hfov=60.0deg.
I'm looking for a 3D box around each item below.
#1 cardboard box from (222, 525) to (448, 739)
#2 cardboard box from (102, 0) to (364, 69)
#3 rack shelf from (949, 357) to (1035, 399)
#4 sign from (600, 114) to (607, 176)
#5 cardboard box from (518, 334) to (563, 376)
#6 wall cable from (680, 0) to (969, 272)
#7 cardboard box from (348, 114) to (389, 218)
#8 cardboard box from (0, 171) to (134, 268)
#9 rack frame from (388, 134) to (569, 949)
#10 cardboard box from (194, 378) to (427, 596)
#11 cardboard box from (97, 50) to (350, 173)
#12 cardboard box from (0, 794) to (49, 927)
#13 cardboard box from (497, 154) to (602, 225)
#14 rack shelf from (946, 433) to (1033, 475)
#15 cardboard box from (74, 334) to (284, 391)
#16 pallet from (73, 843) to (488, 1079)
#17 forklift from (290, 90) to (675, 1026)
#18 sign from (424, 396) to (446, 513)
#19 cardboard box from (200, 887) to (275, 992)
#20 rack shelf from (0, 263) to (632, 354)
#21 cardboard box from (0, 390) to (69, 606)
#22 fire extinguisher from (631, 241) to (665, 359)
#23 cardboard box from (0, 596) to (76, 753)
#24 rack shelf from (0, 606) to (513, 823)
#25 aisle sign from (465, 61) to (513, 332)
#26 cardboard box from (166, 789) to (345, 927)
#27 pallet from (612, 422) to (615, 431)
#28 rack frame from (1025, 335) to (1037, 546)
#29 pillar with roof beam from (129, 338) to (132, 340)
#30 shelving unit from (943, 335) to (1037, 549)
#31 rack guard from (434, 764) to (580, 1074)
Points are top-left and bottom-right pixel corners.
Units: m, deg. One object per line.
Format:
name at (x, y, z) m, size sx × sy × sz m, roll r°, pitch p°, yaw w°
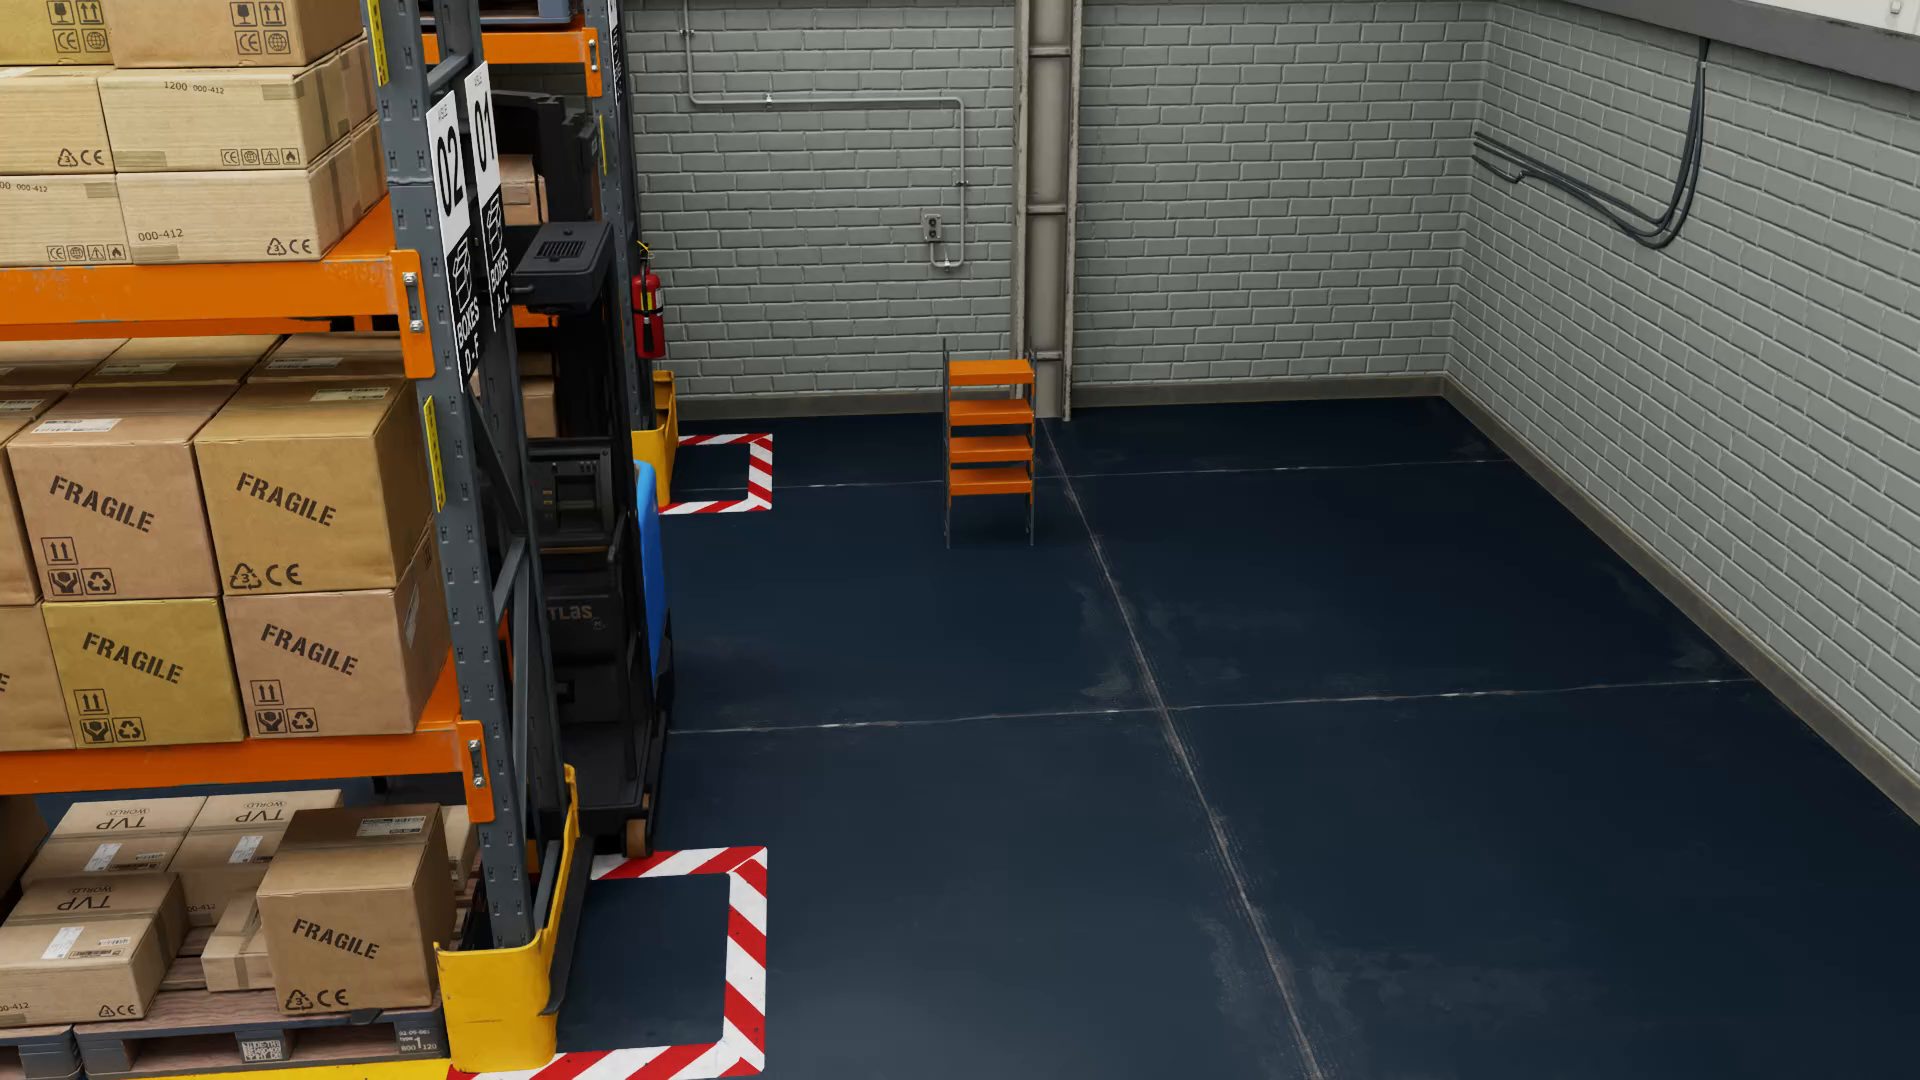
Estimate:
cardboard box at (-1.967, 0.285, 5.293) m, size 0.500 × 0.500 × 0.500 m, roll -2°, pitch 24°, yaw -4°
cardboard box at (-2.058, -1.643, 4.707) m, size 0.500 × 0.500 × 0.700 m, roll -2°, pitch 24°, yaw -5°
rack shelf at (0.165, -0.914, 9.362) m, size 0.480 × 0.148 × 0.258 m, roll -2°, pitch 24°, yaw -5°
sign at (-1.999, -2.217, 9.327) m, size 0.005 × 0.325 × 0.100 m, roll -2°, pitch 24°, yaw -5°
cardboard box at (-2.621, -1.163, 10.435) m, size 0.250 × 0.149 × 0.380 m, roll -2°, pitch 24°, yaw -5°
wall cable at (-0.857, -2.697, 10.874) m, size 1.851 × 1.984 × 0.084 m, roll -2°, pitch 24°, yaw -5°
cardboard box at (-2.084, -1.182, 5.207) m, size 0.500 × 0.250 × 0.500 m, roll -2°, pitch 24°, yaw -5°
cardboard box at (-2.532, -0.957, 4.701) m, size 0.500 × 0.250 × 0.500 m, roll -2°, pitch 24°, yaw -5°
rack frame at (-1.548, 0.203, 5.601) m, size 0.127 × 3.000 × 1.000 m, roll -2°, pitch 24°, yaw -5°
cardboard box at (-1.964, -0.171, 5.087) m, size 0.500 × 0.500 × 0.500 m, roll -3°, pitch 24°, yaw -6°
cardboard box at (-2.034, -1.204, 4.642) m, size 0.500 × 0.250 × 0.500 m, roll -2°, pitch 24°, yaw -5°
cardboard box at (-3.659, 1.225, 5.833) m, size 0.637 × 0.503 × 0.797 m, roll -2°, pitch 24°, yaw -5°
cardboard box at (-2.545, -1.912, 9.989) m, size 0.700 × 0.700 × 0.980 m, roll -1°, pitch 24°, yaw -3°
rack shelf at (0.165, -0.493, 9.548) m, size 0.480 × 0.148 × 0.258 m, roll -2°, pitch 24°, yaw -5°
cardboard box at (-2.535, -0.365, 5.523) m, size 0.500 × 0.500 × 0.500 m, roll -2°, pitch 24°, yaw -5°
pallet at (-2.417, 1.512, 6.088) m, size 1.213 × 0.211 × 1.003 m, roll -2°, pitch 24°, yaw -5°
forklift at (-1.839, -0.140, 6.457) m, size 1.130 × 2.935 × 3.031 m, roll -2°, pitch 24°, yaw -5°
sign at (-1.513, -0.246, 4.795) m, size 0.005 × 0.325 × 0.100 m, roll -2°, pitch 24°, yaw -5°
cardboard box at (-2.477, 1.397, 5.860) m, size 0.250 × 0.166 × 0.380 m, roll -2°, pitch 24°, yaw -5°
rack shelf at (-4.029, -1.391, 10.072) m, size 4.000 × 0.370 × 1.077 m, roll -2°, pitch 24°, yaw -5°
cardboard box at (-2.982, -0.128, 4.990) m, size 0.500 × 0.500 × 0.500 m, roll -2°, pitch 24°, yaw -4°
fire extinguisher at (-1.843, -1.413, 9.791) m, size 0.183 × 0.674 × 0.296 m, roll -2°, pitch 24°, yaw -5°
cardboard box at (-2.980, 0.325, 5.203) m, size 0.500 × 0.500 × 0.500 m, roll -2°, pitch 24°, yaw -5°
rack shelf at (-3.538, 0.611, 5.567) m, size 4.000 × 0.370 × 1.077 m, roll -2°, pitch 24°, yaw -5°
aisle sign at (-1.509, -1.107, 5.346) m, size 0.004 × 0.787 × 0.394 m, roll -2°, pitch 24°, yaw -5°
cardboard box at (-2.615, 1.185, 6.234) m, size 0.500 × 0.250 × 0.500 m, roll -2°, pitch 24°, yaw -5°
pallet at (-2.827, -0.462, 10.529) m, size 1.213 × 0.211 × 1.003 m, roll -2°, pitch 24°, yaw -5°
rack frame at (0.408, -0.565, 9.543) m, size 0.015 × 1.200 × 0.240 m, roll -2°, pitch 24°, yaw -5°
pillar with roof beam at (-4.984, -3.019, 5.462) m, size 0.400 × 9.000 × 9.100 m, roll -2°, pitch 24°, yaw -5°
shelving unit at (0.165, -0.555, 9.521) m, size 0.503 × 1.200 × 0.258 m, roll -2°, pitch 24°, yaw -5°
rack guard at (-1.624, 1.348, 6.102) m, size 0.348 × 0.500 × 1.175 m, roll -2°, pitch 24°, yaw -5°
